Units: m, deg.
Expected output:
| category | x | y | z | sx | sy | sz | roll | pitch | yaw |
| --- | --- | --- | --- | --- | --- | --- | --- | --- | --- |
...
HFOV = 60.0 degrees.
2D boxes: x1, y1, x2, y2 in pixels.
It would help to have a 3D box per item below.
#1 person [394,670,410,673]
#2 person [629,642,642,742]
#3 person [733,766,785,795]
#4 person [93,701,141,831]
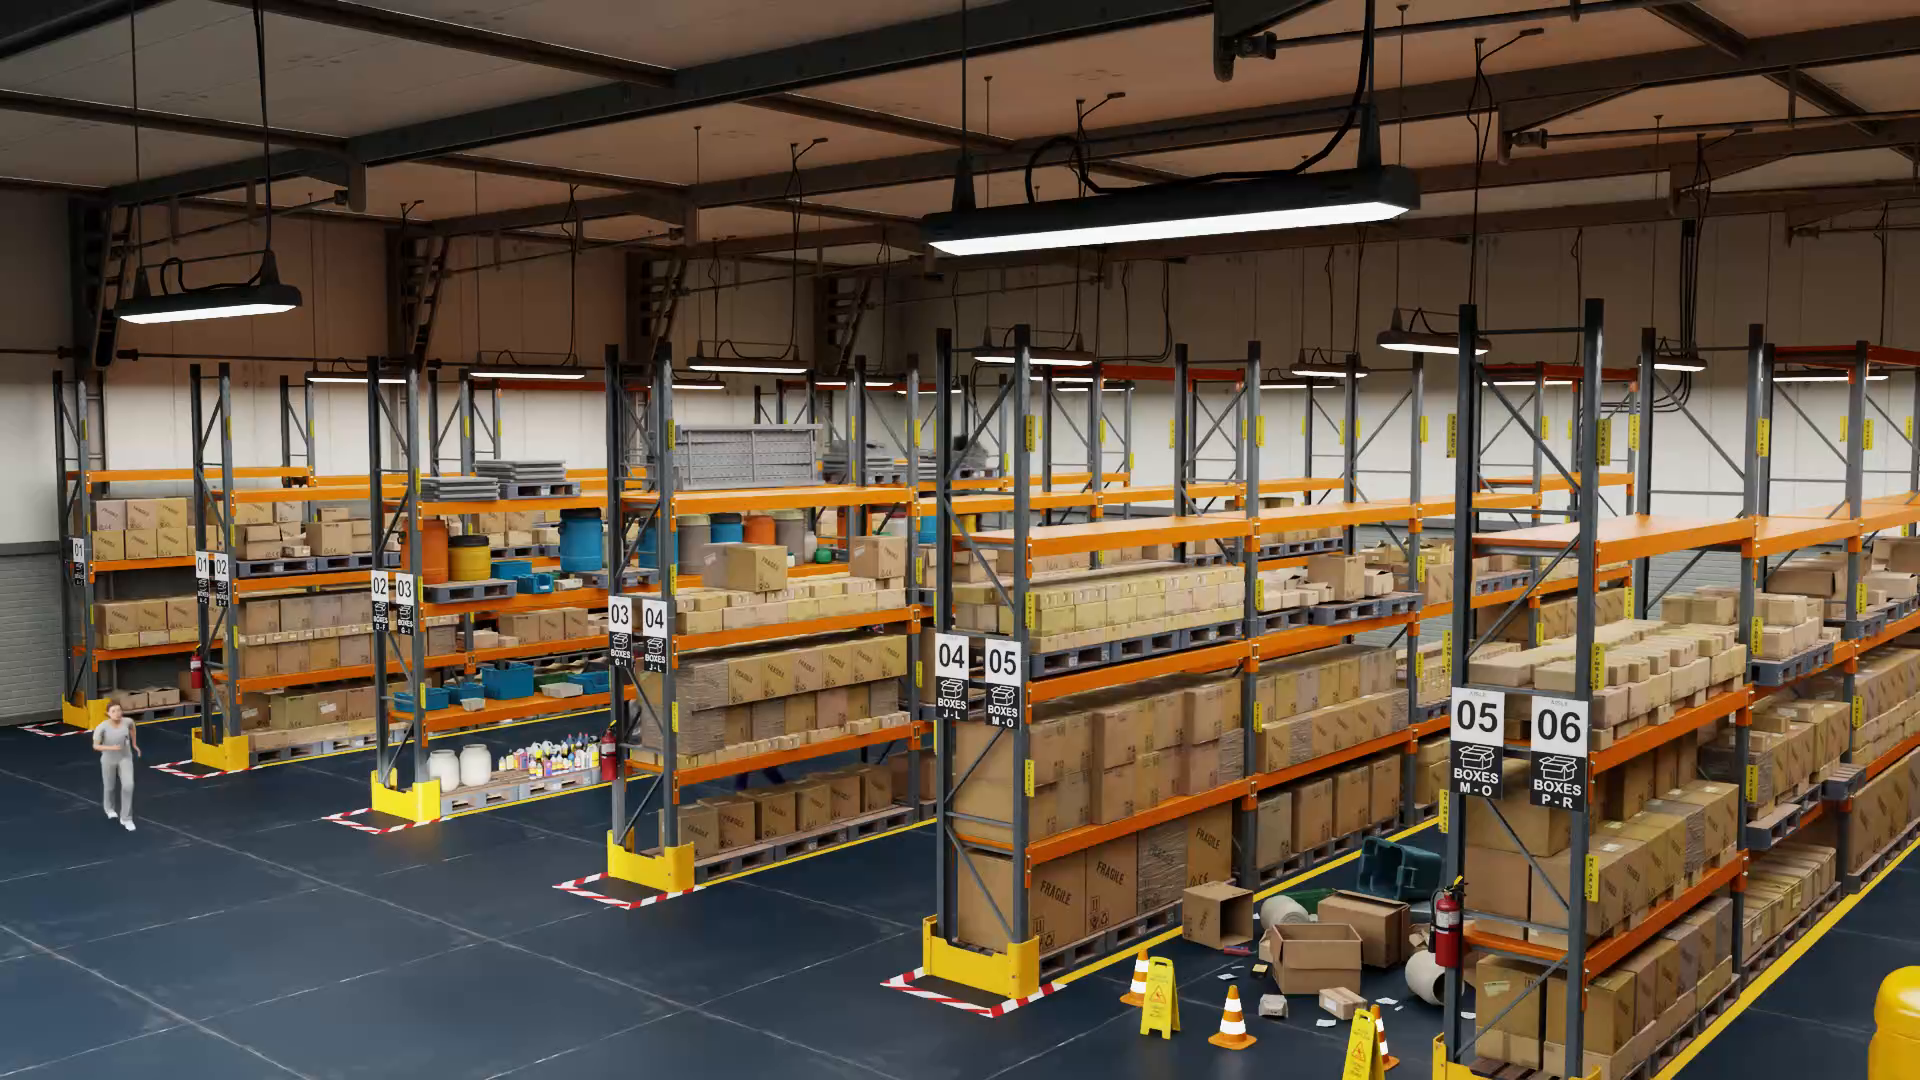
| category | x | y | z | sx | sy | sz | roll | pitch | yaw |
| --- | --- | --- | --- | --- | --- | --- | --- | --- | --- |
| person | -9.838 | 2.212 | 29.123 | 0.700 | 1.743 | 1.045 | 2 | 5 | 28 |
| person | -5.028 | 2.397 | 26.315 | 0.725 | 1.677 | 0.819 | 1 | 4 | 7 |
| person | -2.666 | 2.741 | 22.215 | 0.817 | 1.617 | 0.678 | -2 | 5 | -27 |
| person | -10.702 | 2.827 | 21.103 | 0.562 | 1.640 | 0.947 | -3 | 5 | -34 |
